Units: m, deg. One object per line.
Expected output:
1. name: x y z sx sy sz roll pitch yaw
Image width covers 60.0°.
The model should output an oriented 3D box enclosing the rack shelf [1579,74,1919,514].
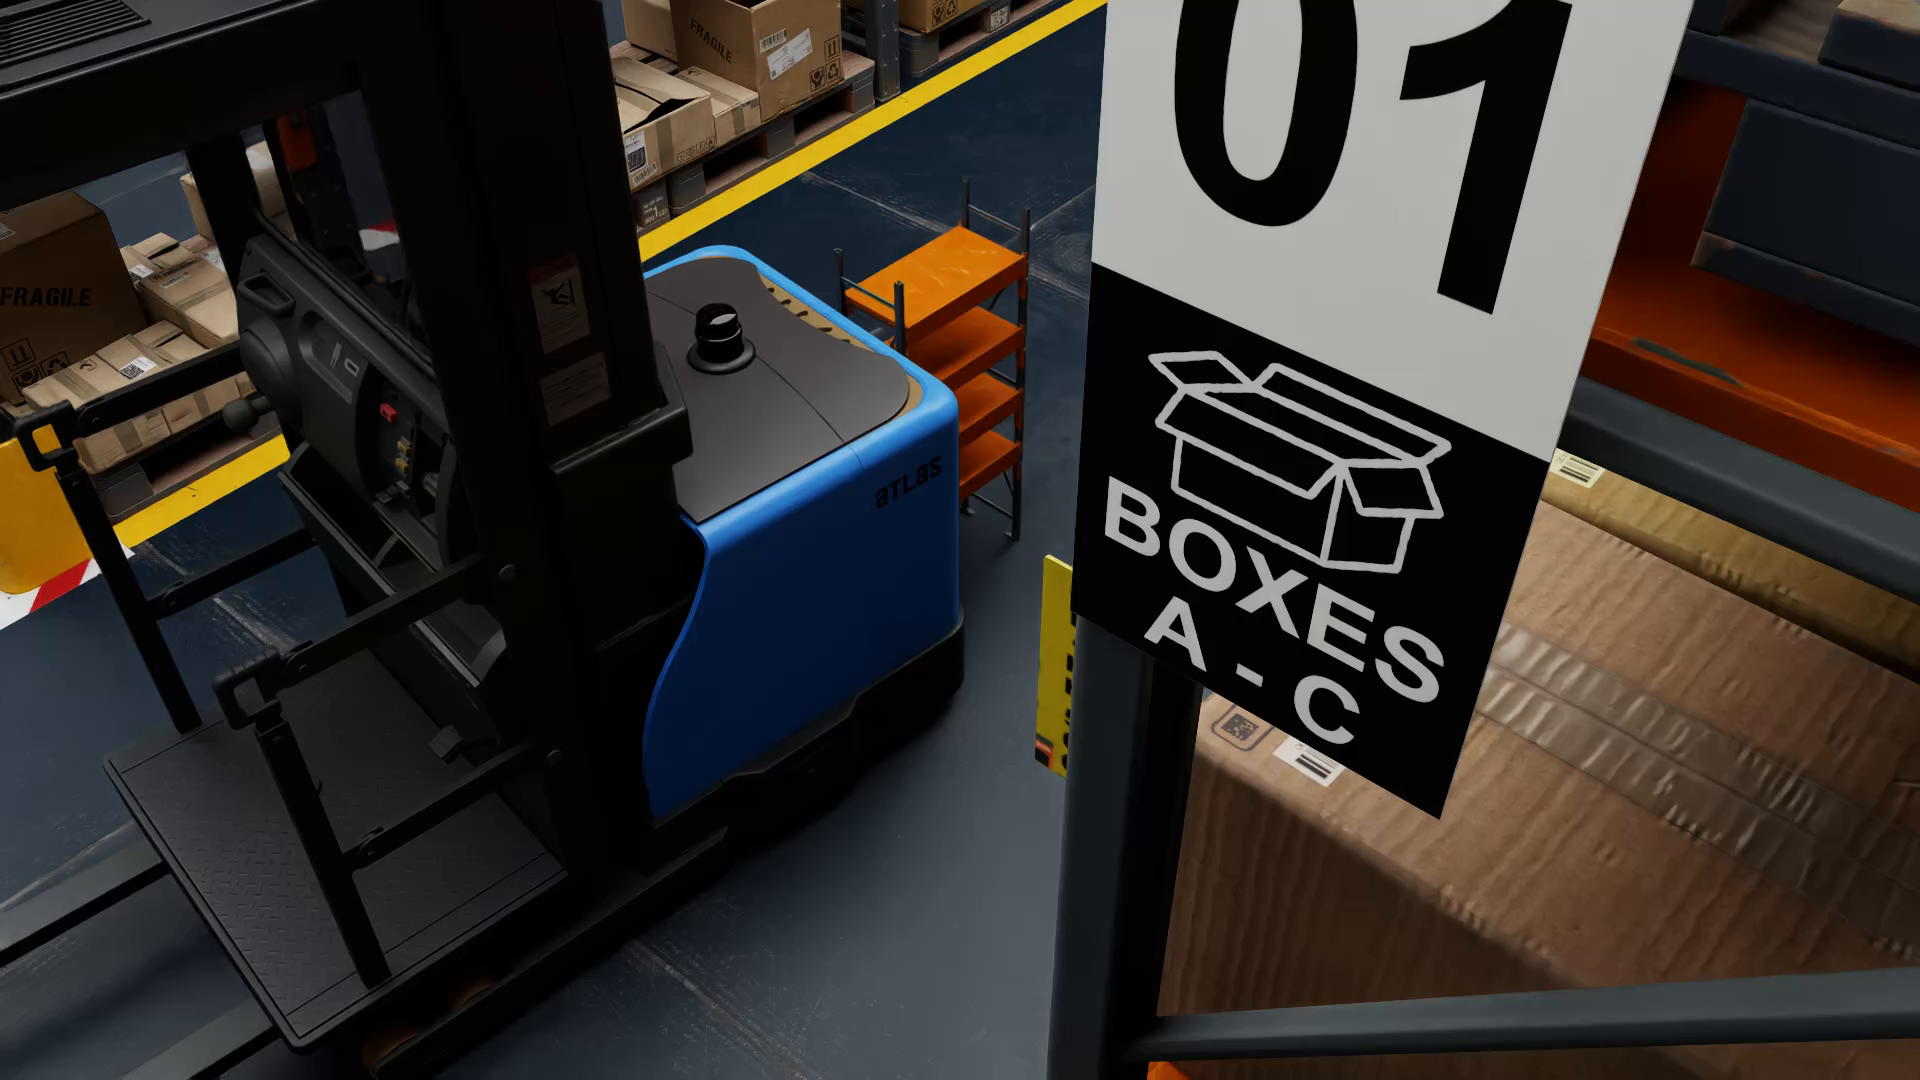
1. rack shelf: 1.820 -0.958 2.379 1.077 0.370 4.000 29 50 28

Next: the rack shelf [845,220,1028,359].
1. rack shelf: -0.069 -0.665 4.505 0.258 0.148 0.480 32 51 30

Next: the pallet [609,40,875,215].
1. pallet: -1.129 -1.902 7.185 1.003 0.211 1.213 29 50 28

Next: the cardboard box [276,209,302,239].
1. cardboard box: -2.050 -1.045 5.887 0.500 0.250 0.500 29 50 28

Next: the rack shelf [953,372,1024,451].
1. rack shelf: -0.069 -0.324 4.815 0.258 0.148 0.480 32 51 30

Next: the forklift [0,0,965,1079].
1. forklift: -1.419 -0.221 3.315 3.031 2.935 1.130 -31 51 -30

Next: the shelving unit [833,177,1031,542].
1. shelving unit: -0.069 -0.374 4.769 0.258 1.200 0.503 32 51 30

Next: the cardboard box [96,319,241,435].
1. cardboard box: -2.567 -0.538 5.391 0.380 0.166 0.250 29 50 28

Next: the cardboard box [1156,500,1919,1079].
1. cardboard box: 0.854 0.537 2.207 0.980 0.700 0.700 32 51 30

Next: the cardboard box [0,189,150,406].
1. cardboard box: -3.099 -0.852 5.489 0.500 0.500 0.500 29 50 28

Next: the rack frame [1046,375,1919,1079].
1. rack frame: 0.533 0.915 2.014 1.000 3.000 0.127 29 50 28

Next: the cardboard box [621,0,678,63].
1. cardboard box: -1.122 -2.333 7.258 0.500 0.311 0.500 29 50 28

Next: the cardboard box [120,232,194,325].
1. cardboard box: -2.770 -0.898 5.787 0.380 0.166 0.250 29 50 28

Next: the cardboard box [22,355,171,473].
1. cardboard box: -2.728 -0.403 5.255 0.380 0.149 0.250 29 50 28

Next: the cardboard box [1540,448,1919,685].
1. cardboard box: 1.314 0.158 2.624 0.980 0.700 0.700 29 50 28

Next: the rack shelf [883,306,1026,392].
1. rack shelf: -0.069 -0.490 4.664 0.258 0.148 0.480 32 51 30

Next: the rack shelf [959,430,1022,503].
1. rack shelf: -0.069 -0.177 4.948 0.258 0.148 0.480 32 51 30

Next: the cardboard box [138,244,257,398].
1. cardboard box: -2.372 -0.788 5.604 0.500 0.250 0.500 29 50 28

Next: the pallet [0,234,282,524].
1. pallet: -2.699 -0.646 5.804 1.003 0.211 1.213 29 50 28

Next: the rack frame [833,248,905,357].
1. rack frame: -0.234 -0.253 4.636 0.240 1.200 0.015 32 51 30

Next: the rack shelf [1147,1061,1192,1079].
1. rack shelf: 1.820 0.151 3.389 1.077 0.370 4.000 29 50 28

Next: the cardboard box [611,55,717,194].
1. cardboard box: -1.319 -1.653 6.510 0.500 0.311 0.500 29 50 28

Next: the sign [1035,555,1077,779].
1. sign: 0.127 0.157 1.811 0.100 0.325 0.005 29 50 28

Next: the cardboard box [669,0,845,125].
1. cardboard box: -0.836 -2.109 6.871 0.500 0.500 0.500 29 50 28

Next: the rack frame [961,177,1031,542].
1. rack frame: 0.096 -0.495 4.902 0.240 1.200 0.015 32 51 30

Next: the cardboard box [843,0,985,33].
1. cardboard box: -0.189 -2.669 7.487 0.500 0.500 0.500 27 49 27

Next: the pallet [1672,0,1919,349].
1. pallet: 1.003 -0.548 1.460 1.003 0.211 1.213 29 50 28

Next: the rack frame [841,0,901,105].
1. rack frame: -0.686 -3.287 6.636 1.000 3.000 0.127 29 50 28

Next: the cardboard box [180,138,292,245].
1. cardboard box: -2.465 -1.236 6.096 0.500 0.250 0.500 29 50 28

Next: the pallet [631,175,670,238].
1. pallet: -1.914 -1.271 6.491 1.003 0.211 1.213 29 50 28

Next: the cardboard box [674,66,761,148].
1. cardboard box: -1.031 -1.760 6.748 0.380 0.149 0.250 29 50 28

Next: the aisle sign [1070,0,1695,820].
1. aisle sign: 0.257 -0.140 1.241 0.394 0.787 0.004 29 50 28

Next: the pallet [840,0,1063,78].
1. pallet: -0.192 -2.691 8.053 1.003 0.211 1.213 29 50 28

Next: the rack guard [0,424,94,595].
1. rack guard: -3.212 -0.342 5.254 1.175 0.500 0.348 29 50 28
